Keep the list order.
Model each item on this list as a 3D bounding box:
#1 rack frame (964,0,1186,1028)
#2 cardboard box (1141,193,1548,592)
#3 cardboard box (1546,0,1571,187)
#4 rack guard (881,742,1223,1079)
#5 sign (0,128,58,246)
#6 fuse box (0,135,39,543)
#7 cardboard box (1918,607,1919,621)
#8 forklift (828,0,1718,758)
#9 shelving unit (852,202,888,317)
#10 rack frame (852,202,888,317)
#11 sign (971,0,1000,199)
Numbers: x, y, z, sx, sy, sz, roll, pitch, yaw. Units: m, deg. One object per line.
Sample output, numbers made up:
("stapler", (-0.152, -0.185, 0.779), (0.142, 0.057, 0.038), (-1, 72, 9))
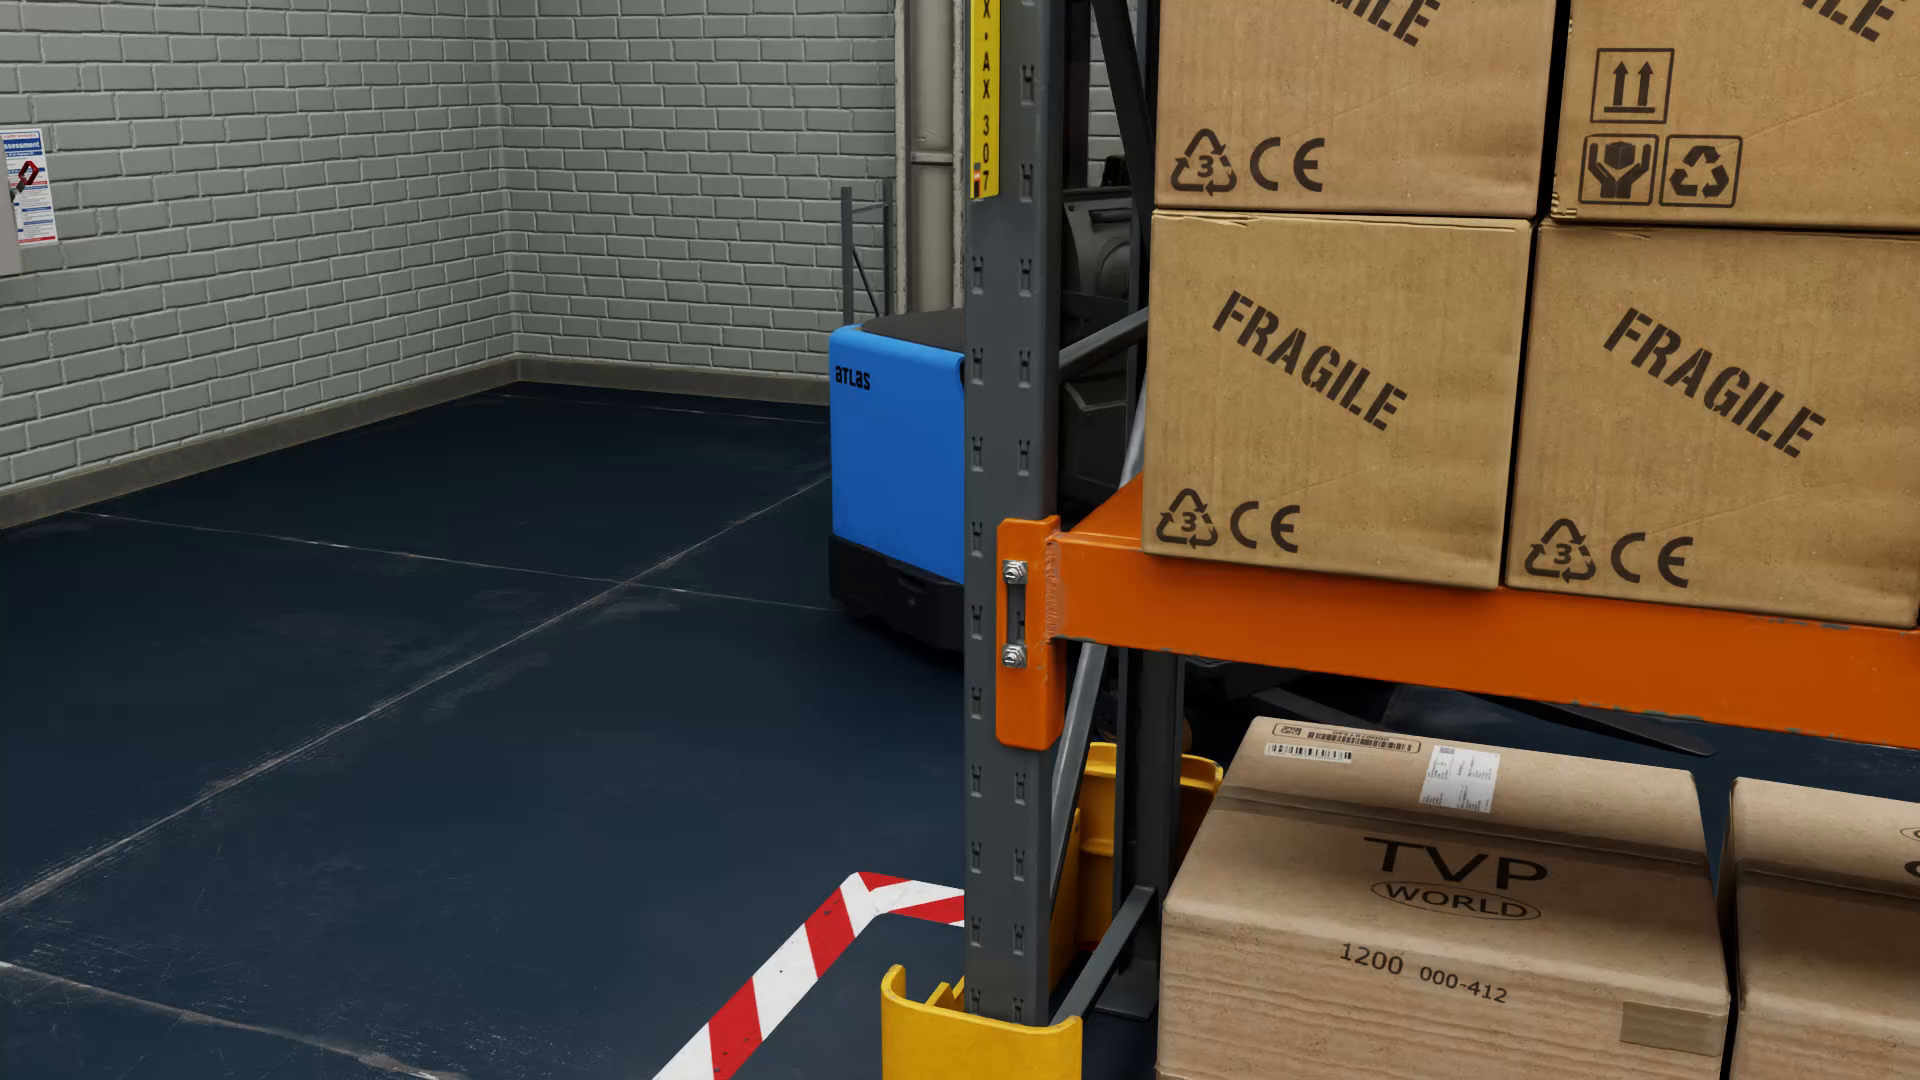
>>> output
("rack frame", (0.244, -0.333, 2.940), (0.127, 3.000, 1.000), (6, 17, 21))
("cardboard box", (0.586, -0.257, 2.500), (0.500, 0.500, 0.500), (6, 17, 20))
("cardboard box", (0.780, -0.873, 2.829), (0.500, 0.500, 0.500), (7, 18, 22))
("rack guard", (0.222, 0.865, 3.297), (0.348, 0.500, 1.175), (6, 17, 21))
("sign", (-4.114, -1.537, 7.258), (0.001, 0.494, 0.329), (6, 17, 21))
("fuse box", (-4.103, -0.815, 6.911), (0.414, 1.711, 0.539), (6, 17, 21))
("cardboard box", (1.533, -0.156, 2.151), (0.500, 0.500, 0.500), (6, 17, 20))
("forklift", (0.822, -0.904, 5.030), (1.130, 2.935, 3.031), (-12, 20, -37))
("shelving unit", (0.087, -0.717, 6.953), (1.083, 1.500, 0.587), (6, 17, 18))
("rack frame", (-0.384, -0.763, 7.111), (0.013, 1.308, 0.475), (6, 17, 18))
("sign", (0.035, -0.643, 2.314), (0.005, 0.325, 0.100), (6, 17, 21))
